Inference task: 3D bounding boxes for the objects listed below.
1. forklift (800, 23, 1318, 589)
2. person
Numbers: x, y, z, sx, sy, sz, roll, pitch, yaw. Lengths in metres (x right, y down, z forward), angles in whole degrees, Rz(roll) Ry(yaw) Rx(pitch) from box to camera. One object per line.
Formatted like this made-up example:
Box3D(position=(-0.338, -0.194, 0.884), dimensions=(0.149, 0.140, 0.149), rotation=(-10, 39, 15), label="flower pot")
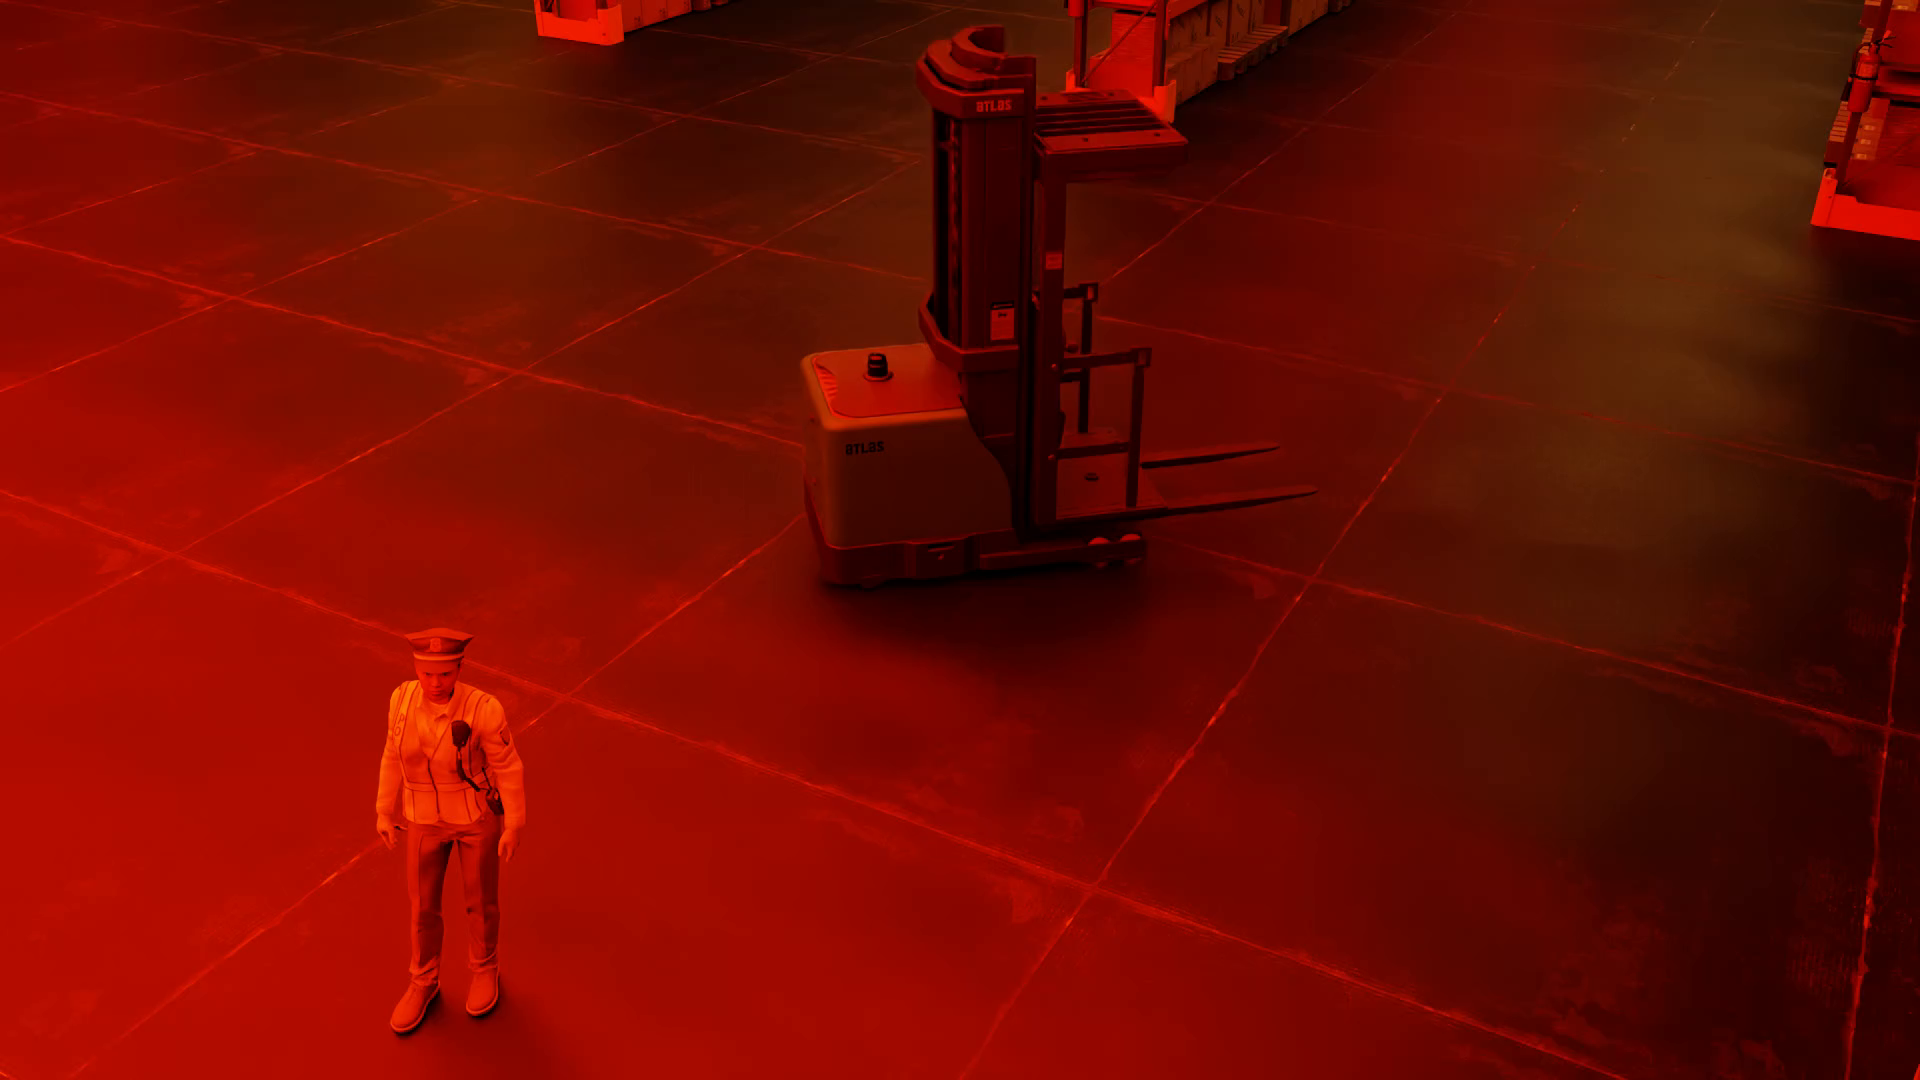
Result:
Box3D(position=(0.621, -1.366, 9.438), dimensions=(3.031, 2.935, 1.130), rotation=(-7, 31, -11), label="forklift")
Box3D(position=(-1.966, 1.105, 6.379), dimensions=(0.587, 1.694, 0.529), rotation=(2, 30, 3), label="person")
